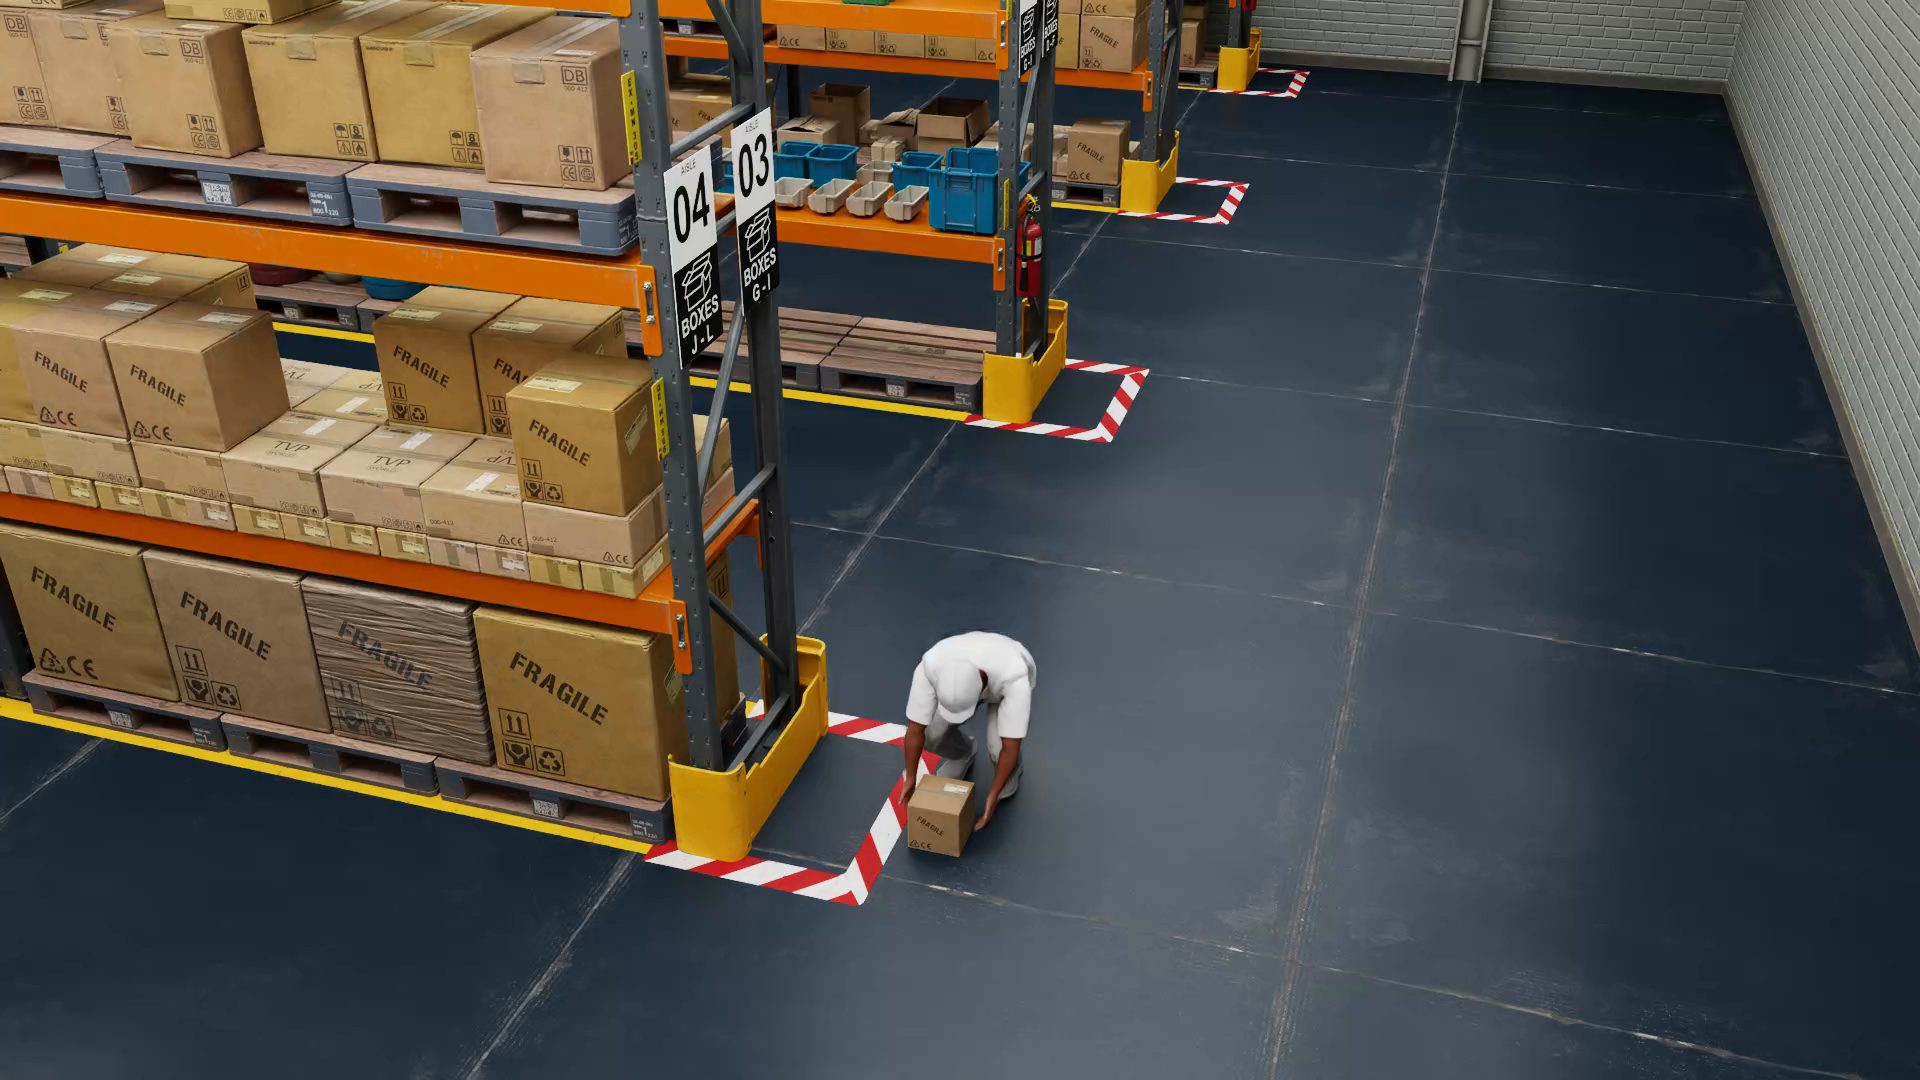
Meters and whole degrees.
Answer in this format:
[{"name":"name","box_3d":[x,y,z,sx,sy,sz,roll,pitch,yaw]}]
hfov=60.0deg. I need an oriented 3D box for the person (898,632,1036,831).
[{"name":"person","box_3d":[0.092,0.813,7.840,0.579,0.975,0.903,11,31,20]}]
